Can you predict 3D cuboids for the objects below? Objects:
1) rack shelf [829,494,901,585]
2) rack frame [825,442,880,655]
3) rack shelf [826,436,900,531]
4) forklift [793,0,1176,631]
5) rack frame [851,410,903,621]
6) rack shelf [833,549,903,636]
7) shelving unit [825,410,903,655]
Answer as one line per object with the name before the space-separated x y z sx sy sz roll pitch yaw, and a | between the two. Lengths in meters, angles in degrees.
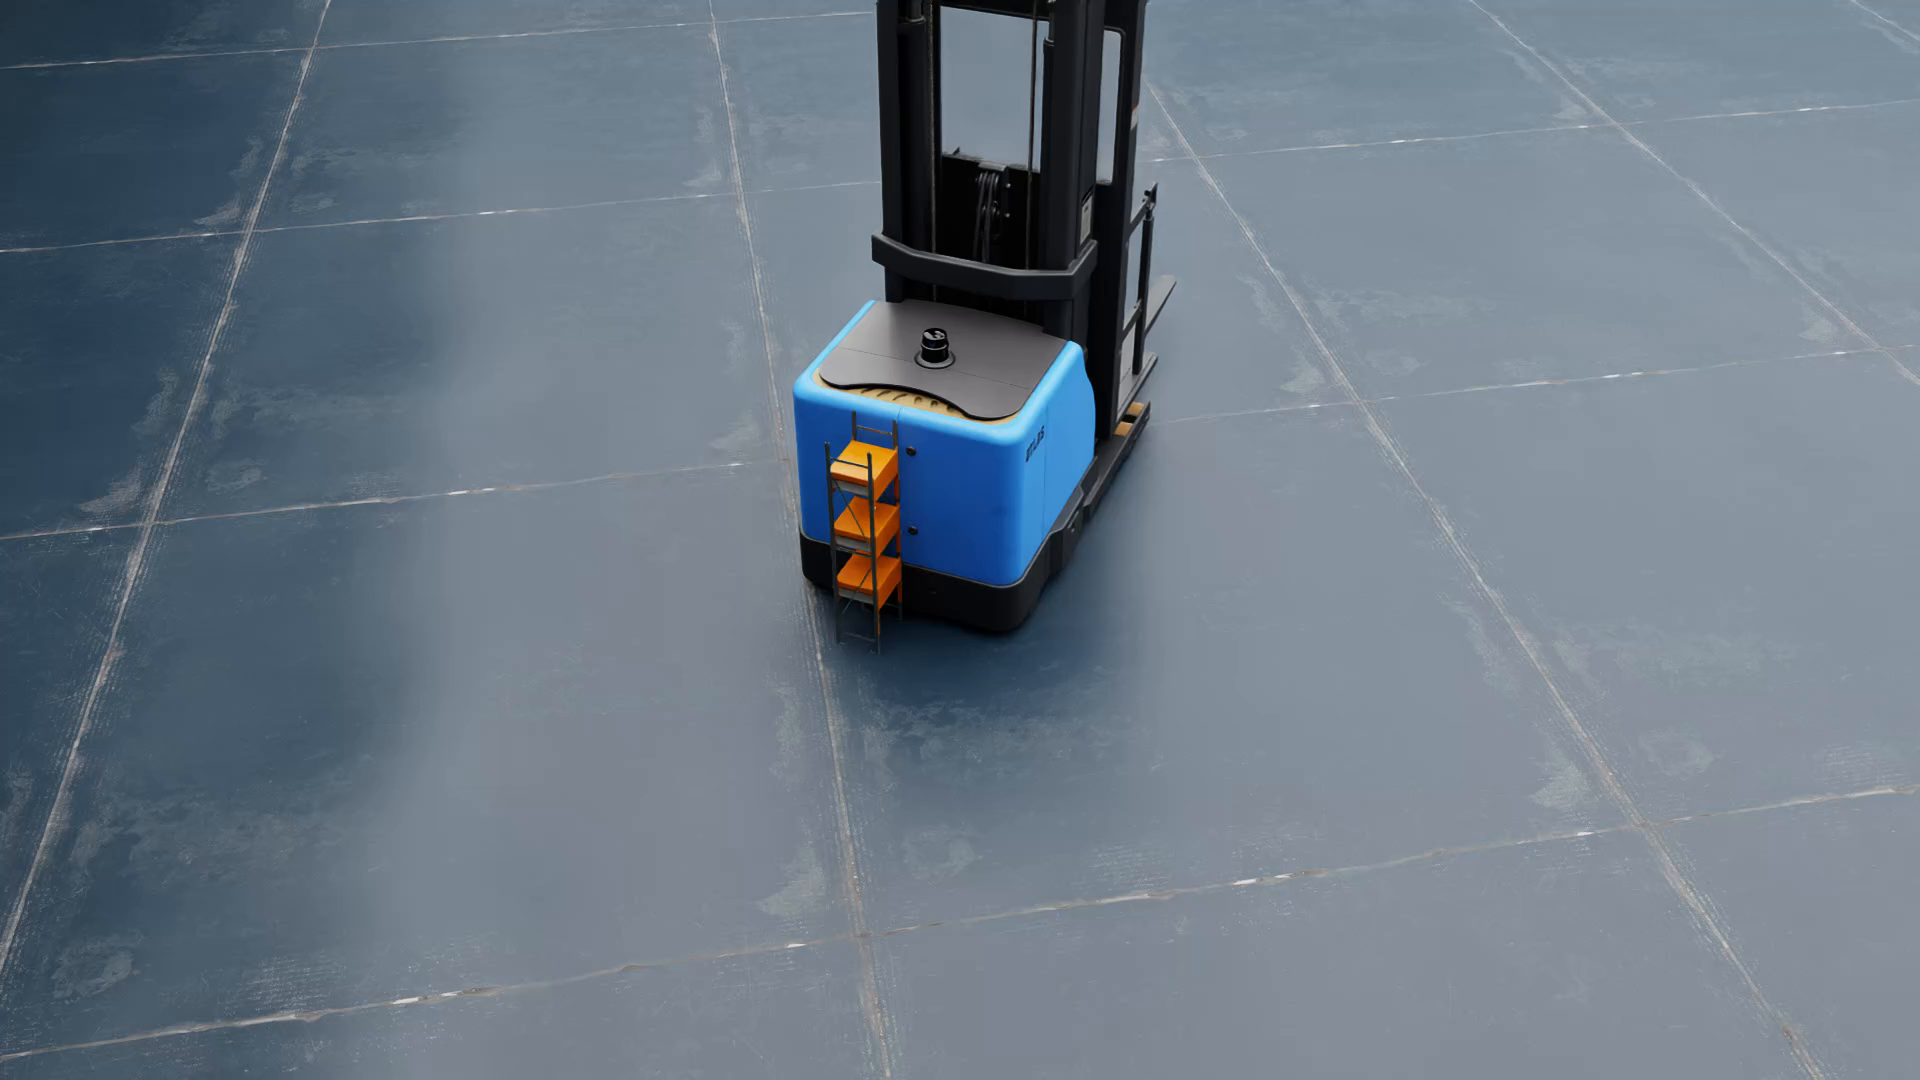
rack shelf | -0.391 -0.007 6.920 0.215 0.259 0.240 14 40 17
rack frame | -0.437 0.054 6.825 0.200 1.050 0.008 14 40 17
rack shelf | -0.391 -0.231 6.746 0.215 0.259 0.240 14 40 17
forklift | 0.320 -1.672 7.513 1.130 2.935 3.031 14 40 17
rack frame | -0.345 -0.084 7.003 0.200 1.050 0.008 14 40 17
rack shelf | -0.391 0.213 7.091 0.215 0.259 0.240 14 40 17
shelving unit | -0.391 -0.015 6.914 0.215 1.050 0.252 14 40 17
